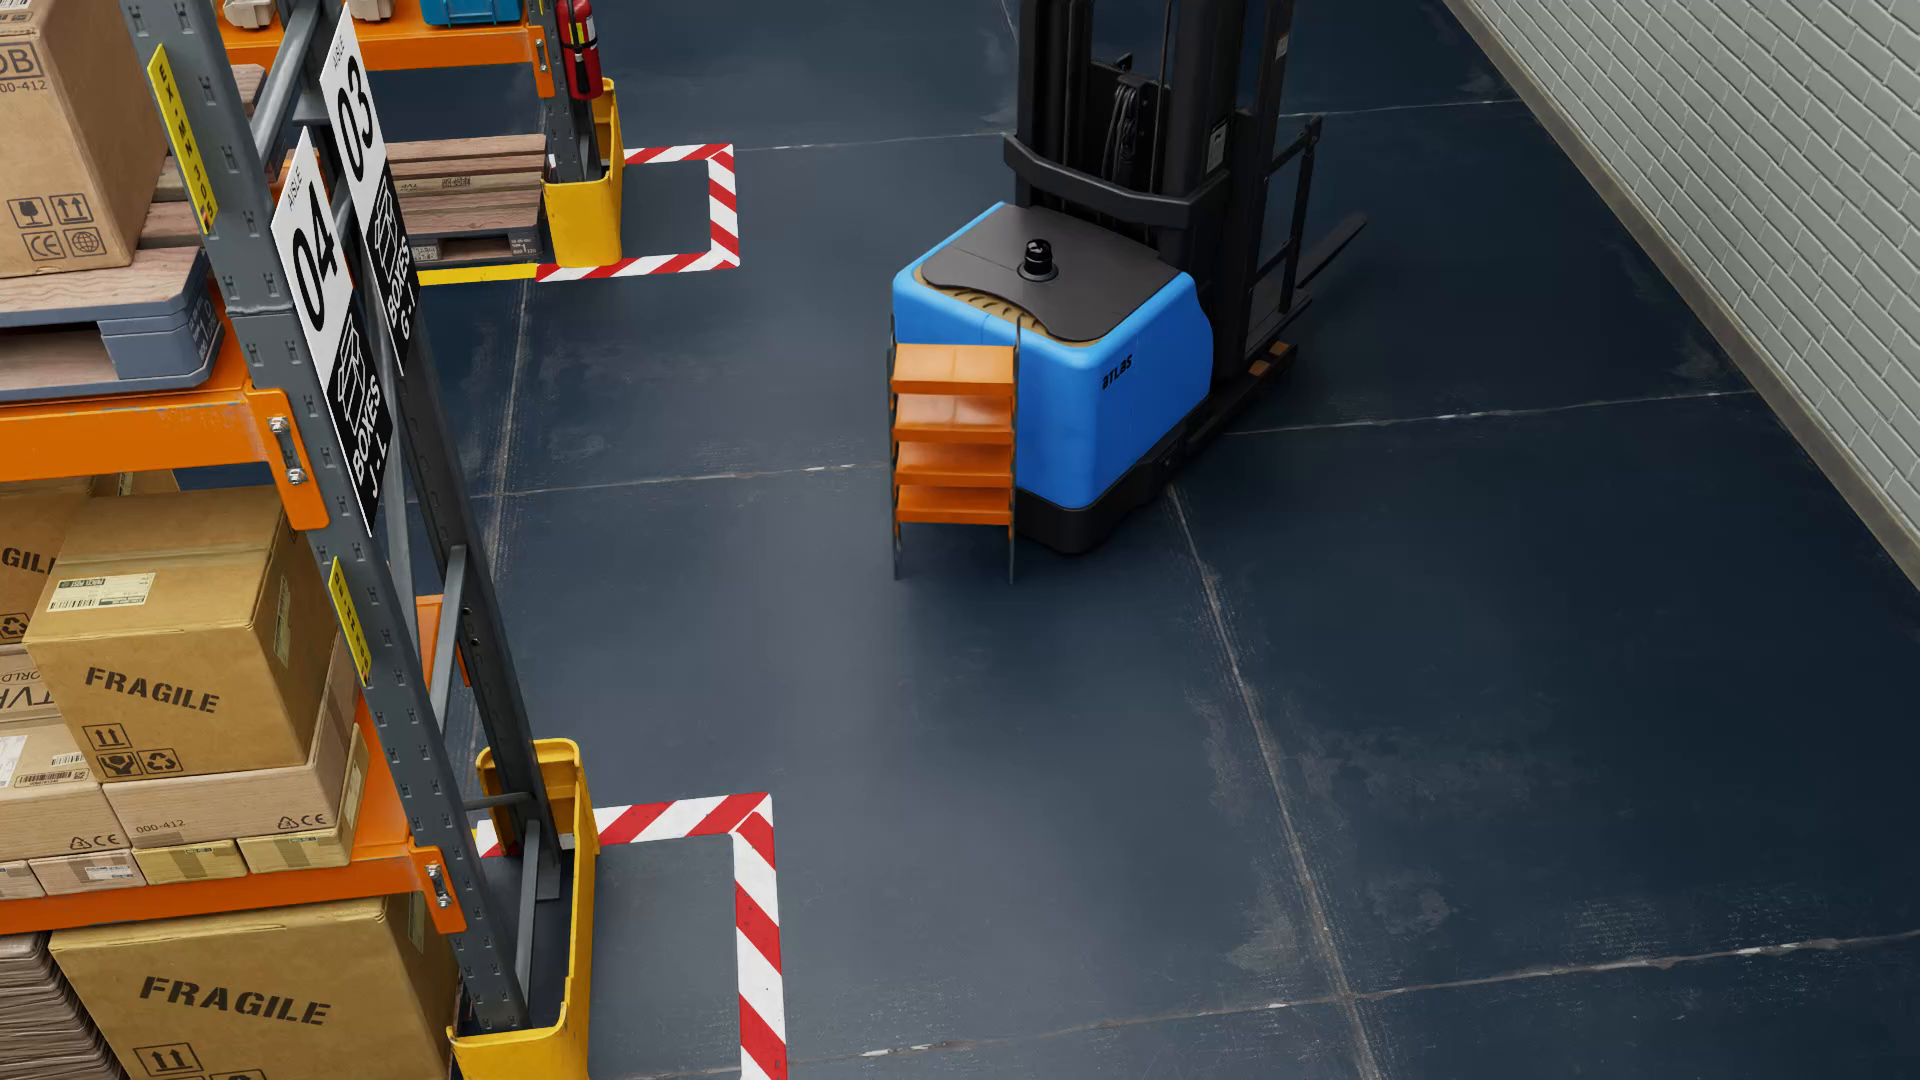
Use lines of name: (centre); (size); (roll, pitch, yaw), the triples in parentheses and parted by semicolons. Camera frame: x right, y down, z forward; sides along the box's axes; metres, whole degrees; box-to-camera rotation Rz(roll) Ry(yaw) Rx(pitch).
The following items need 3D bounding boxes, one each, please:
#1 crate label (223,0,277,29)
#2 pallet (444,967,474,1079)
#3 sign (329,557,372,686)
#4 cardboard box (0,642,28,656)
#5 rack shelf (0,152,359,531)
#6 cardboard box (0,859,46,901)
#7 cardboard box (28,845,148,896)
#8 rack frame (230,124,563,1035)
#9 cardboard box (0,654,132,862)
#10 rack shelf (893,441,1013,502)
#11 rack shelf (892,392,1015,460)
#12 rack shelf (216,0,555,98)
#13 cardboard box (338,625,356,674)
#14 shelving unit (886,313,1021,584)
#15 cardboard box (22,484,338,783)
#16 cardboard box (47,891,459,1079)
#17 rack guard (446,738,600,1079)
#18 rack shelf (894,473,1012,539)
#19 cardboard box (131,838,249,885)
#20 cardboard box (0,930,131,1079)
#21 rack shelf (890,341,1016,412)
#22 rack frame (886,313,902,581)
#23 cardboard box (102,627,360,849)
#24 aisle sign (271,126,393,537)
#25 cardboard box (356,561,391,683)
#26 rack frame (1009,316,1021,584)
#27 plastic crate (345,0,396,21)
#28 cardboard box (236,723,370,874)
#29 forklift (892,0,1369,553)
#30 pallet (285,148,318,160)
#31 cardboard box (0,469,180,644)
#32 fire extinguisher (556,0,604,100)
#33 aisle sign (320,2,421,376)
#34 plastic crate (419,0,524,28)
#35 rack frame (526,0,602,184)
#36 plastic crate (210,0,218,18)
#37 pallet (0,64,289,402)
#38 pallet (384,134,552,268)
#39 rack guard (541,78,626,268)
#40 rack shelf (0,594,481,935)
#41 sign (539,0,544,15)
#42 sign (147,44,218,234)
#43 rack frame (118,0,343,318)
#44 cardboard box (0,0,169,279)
crate label: (-3.424, -2.624, 8.072); (0.243, 0.136, 0.396); (-5, 42, -6)
pallet: (-2.217, 1.499, 5.430); (1.213, 0.211, 1.003); (-5, 42, -6)
sign: (-1.378, 0.186, 3.763); (0.005, 0.325, 0.100); (-5, 42, -6)
cardboard box: (-2.460, 0.199, 4.679); (0.500, 0.250, 0.500); (-5, 42, -6)
rack shelf: (-3.418, -0.331, 3.675); (4.000, 0.370, 1.077); (-5, 42, -6)
cardboard box: (-2.500, 0.751, 4.365); (0.250, 0.149, 0.380); (-4, 42, -5)
cardboard box: (-2.253, 0.730, 4.389); (0.250, 0.149, 0.380); (-5, 42, -5)
rack frame: (-1.435, 0.342, 4.631); (0.127, 3.000, 1.000); (-5, 42, -6)
cardboard box: (-2.384, 0.549, 4.291); (0.500, 0.250, 0.500); (-6, 42, -6)
rack shelf: (-0.022, -0.296, 6.783); (0.480, 0.148, 0.258); (2, 42, 2)
rack shelf: (-0.022, -0.462, 6.633); (0.480, 0.148, 0.258); (2, 42, 2)
rack shelf: (-4.060, -2.506, 8.326); (4.000, 0.370, 1.077); (-5, 42, -6)
cardboard box: (-1.946, 0.150, 4.734); (0.500, 0.250, 0.500); (-6, 42, -7)
shelving unit: (-0.022, -0.346, 6.738); (0.503, 1.200, 0.258); (2, 42, 2)
cardboard box: (-1.884, 0.226, 4.090); (0.500, 0.500, 0.500); (-5, 42, -5)
cardboard box: (-2.059, 1.084, 5.081); (0.875, 0.875, 0.875); (-5, 42, -6)
rack guard: (-1.411, 1.268, 5.470); (0.348, 0.500, 1.175); (-5, 42, -6)
rack shelf: (-0.022, -0.149, 6.916); (0.480, 0.148, 0.258); (2, 42, 2)
cardboard box: (-2.003, 0.709, 4.412); (0.250, 0.149, 0.380); (-5, 42, -5)
cardboard box: (-2.961, 1.163, 4.994); (0.875, 0.875, 0.875); (-5, 42, -6)
rack shelf: (-0.022, -0.638, 6.475); (0.480, 0.148, 0.258); (2, 42, 2)
rack frame: (-0.266, -0.353, 6.746); (0.015, 1.200, 0.240); (2, 42, 2)
cardboard box: (-1.881, 0.506, 4.340); (0.500, 0.250, 0.500); (-6, 42, -6)
aisle sign: (-1.324, -0.430, 3.546); (0.004, 0.787, 0.394); (-5, 42, -6)
cardboard box: (-1.829, 0.247, 4.924); (0.250, 0.149, 0.380); (-5, 42, -5)
rack frame: (0.221, -0.339, 6.730); (0.015, 1.200, 0.240); (2, 42, 2)
plastic crate: (-2.862, -2.680, 8.134); (0.243, 0.136, 0.396); (-5, 42, -6)
cardboard box: (-1.745, 0.685, 4.438); (0.250, 0.149, 0.380); (-4, 42, -5)
forklift: (0.992, -1.969, 7.245); (1.130, 2.935, 3.031); (27, 48, 27)
pallet: (-4.107, -1.762, 9.046); (1.213, 0.211, 1.003); (-5, 42, -6)
cardboard box: (-2.441, -0.085, 4.435); (0.500, 0.500, 0.500); (-6, 42, -7)
fire extinguisher: (-1.868, -2.491, 8.109); (0.183, 0.674, 0.296); (-5, 42, -6)
aisle sign: (-1.402, -0.829, 3.988); (0.004, 0.787, 0.394); (-5, 42, -6)
plastic crate: (-2.385, -2.829, 8.076); (0.499, 0.435, 0.616); (-5, 42, -6)
rack frame: (-2.077, -2.947, 8.278); (0.127, 3.000, 1.000); (-5, 42, -6)
plastic crate: (-3.715, -2.586, 8.030); (0.250, 0.136, 0.298); (-5, 42, -6)
pallet: (-2.169, -0.667, 3.577); (1.213, 0.211, 1.003); (-5, 42, -6)
pallet: (-2.900, -1.866, 9.161); (1.213, 0.211, 1.003); (-5, 42, -6)
rack guard: (-2.055, -2.030, 9.127); (0.348, 0.500, 1.175); (-5, 42, -6)
rack shelf: (-3.418, 0.783, 4.679); (4.000, 0.370, 1.077); (-5, 42, -6)
sign: (-1.989, -2.644, 7.820); (0.005, 0.325, 0.100); (-5, 42, -6)
sign: (-1.378, -0.709, 2.955); (0.005, 0.325, 0.100); (-5, 42, -6)
rack frame: (-1.435, -1.885, 2.622); (0.127, 3.000, 1.000); (-5, 42, -6)
cardboard box: (-1.943, -0.921, 3.329); (0.500, 0.500, 0.700); (-7, 43, -8)
